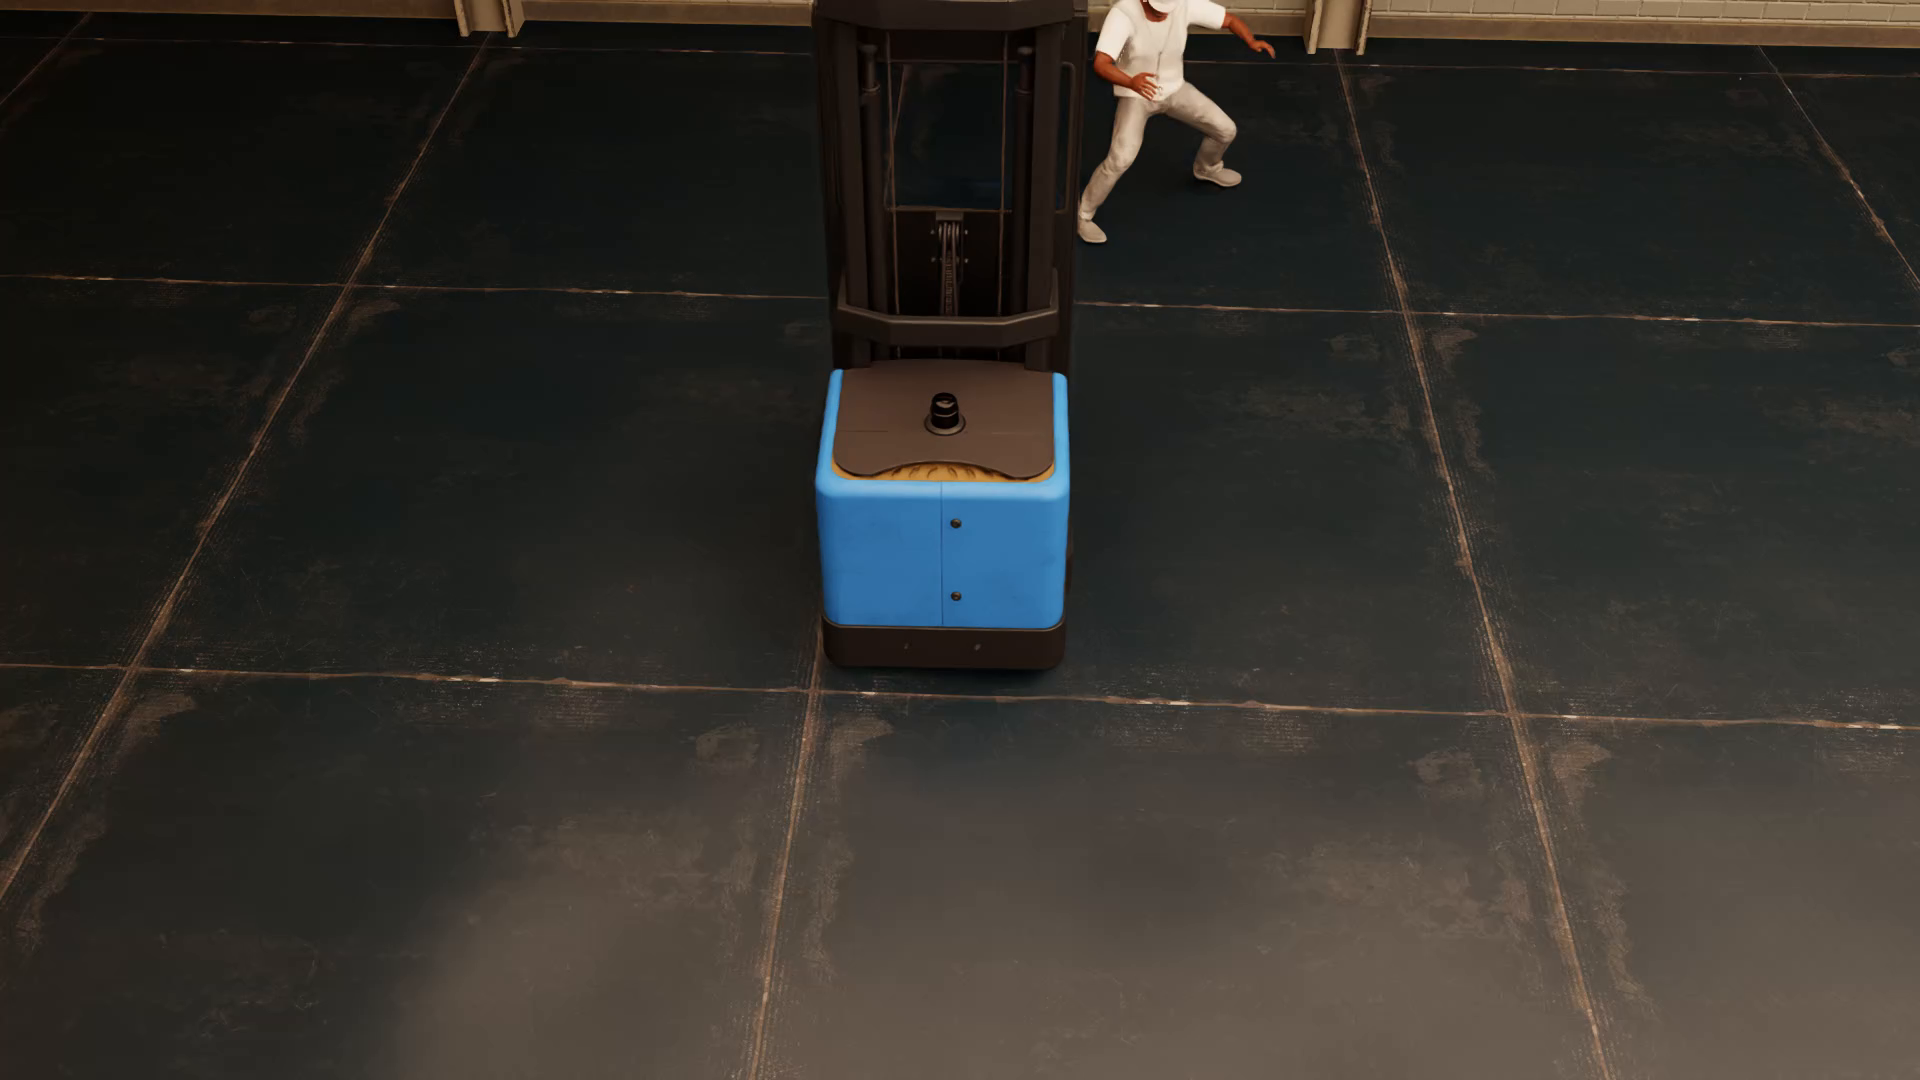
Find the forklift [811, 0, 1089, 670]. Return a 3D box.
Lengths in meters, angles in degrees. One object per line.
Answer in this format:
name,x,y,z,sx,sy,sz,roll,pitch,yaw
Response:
forklift,-0.032,-1.495,7.380,1.130,2.935,3.031,1,42,1

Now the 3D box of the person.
person,1.202,-2.578,9.608,1.181,1.532,0.710,-11,44,-12
